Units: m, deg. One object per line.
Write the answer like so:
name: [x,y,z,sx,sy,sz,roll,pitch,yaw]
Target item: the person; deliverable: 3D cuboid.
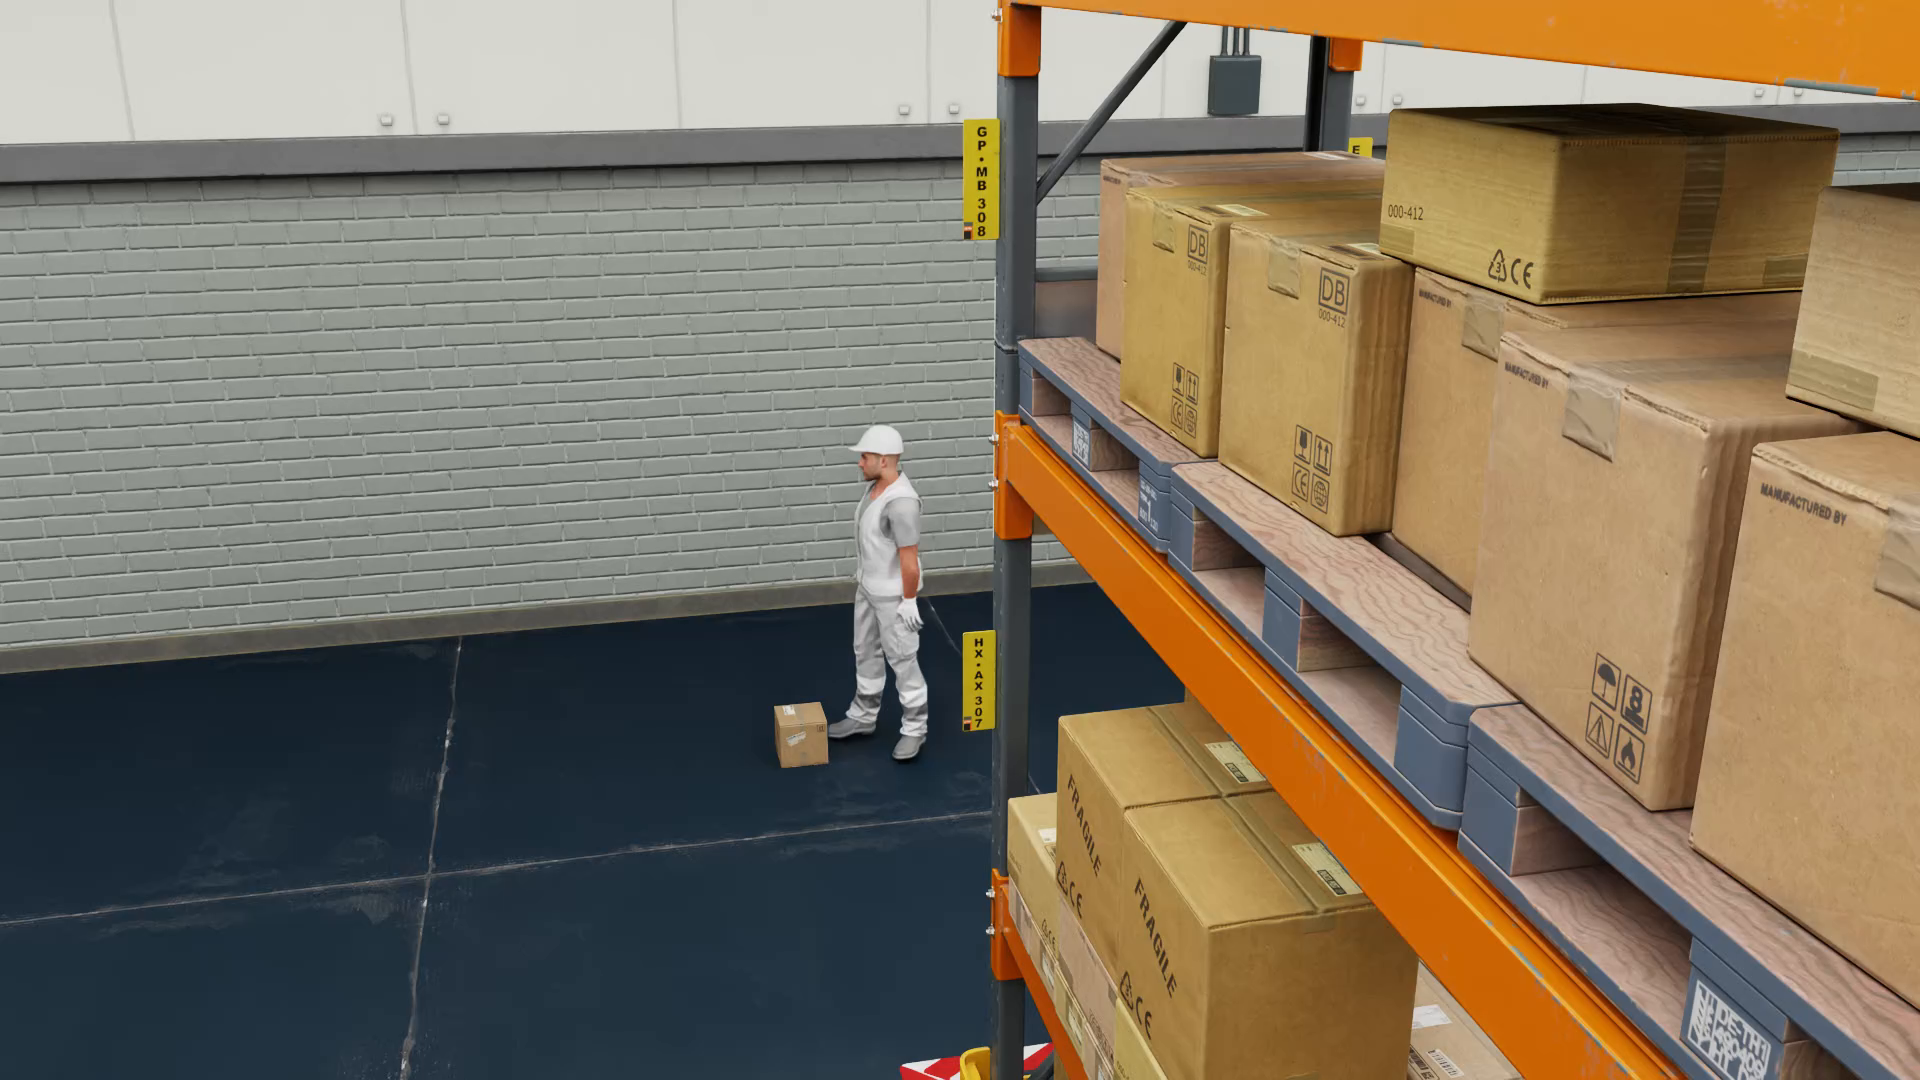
person: [-0.448,0.257,8.744,0.506,1.789,0.657,-8,21,-22]
